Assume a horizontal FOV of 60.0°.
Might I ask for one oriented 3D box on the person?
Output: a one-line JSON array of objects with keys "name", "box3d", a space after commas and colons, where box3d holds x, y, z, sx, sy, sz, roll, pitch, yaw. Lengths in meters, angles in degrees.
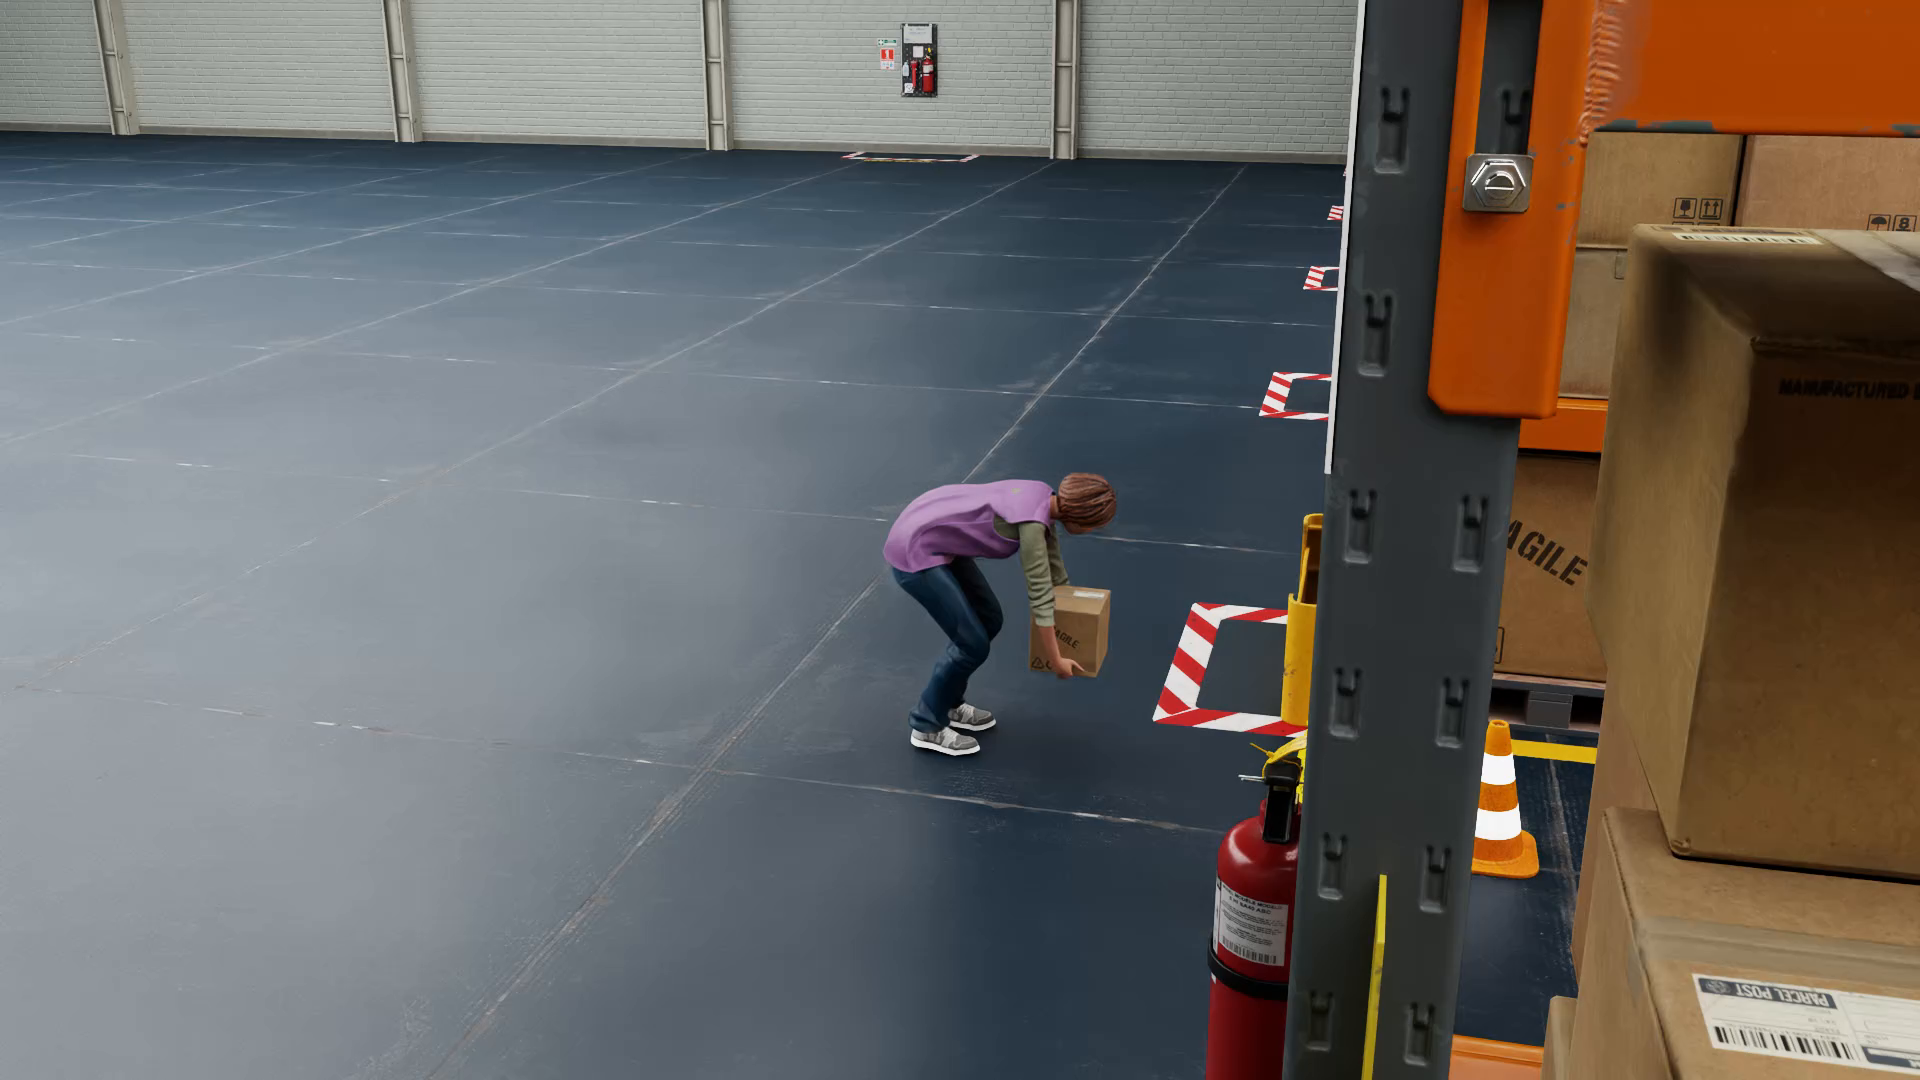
[{"name": "person", "box3d": [0.141, 0.258, 6.133, 0.850, 1.074, 0.408, 4, 19, 11]}]
